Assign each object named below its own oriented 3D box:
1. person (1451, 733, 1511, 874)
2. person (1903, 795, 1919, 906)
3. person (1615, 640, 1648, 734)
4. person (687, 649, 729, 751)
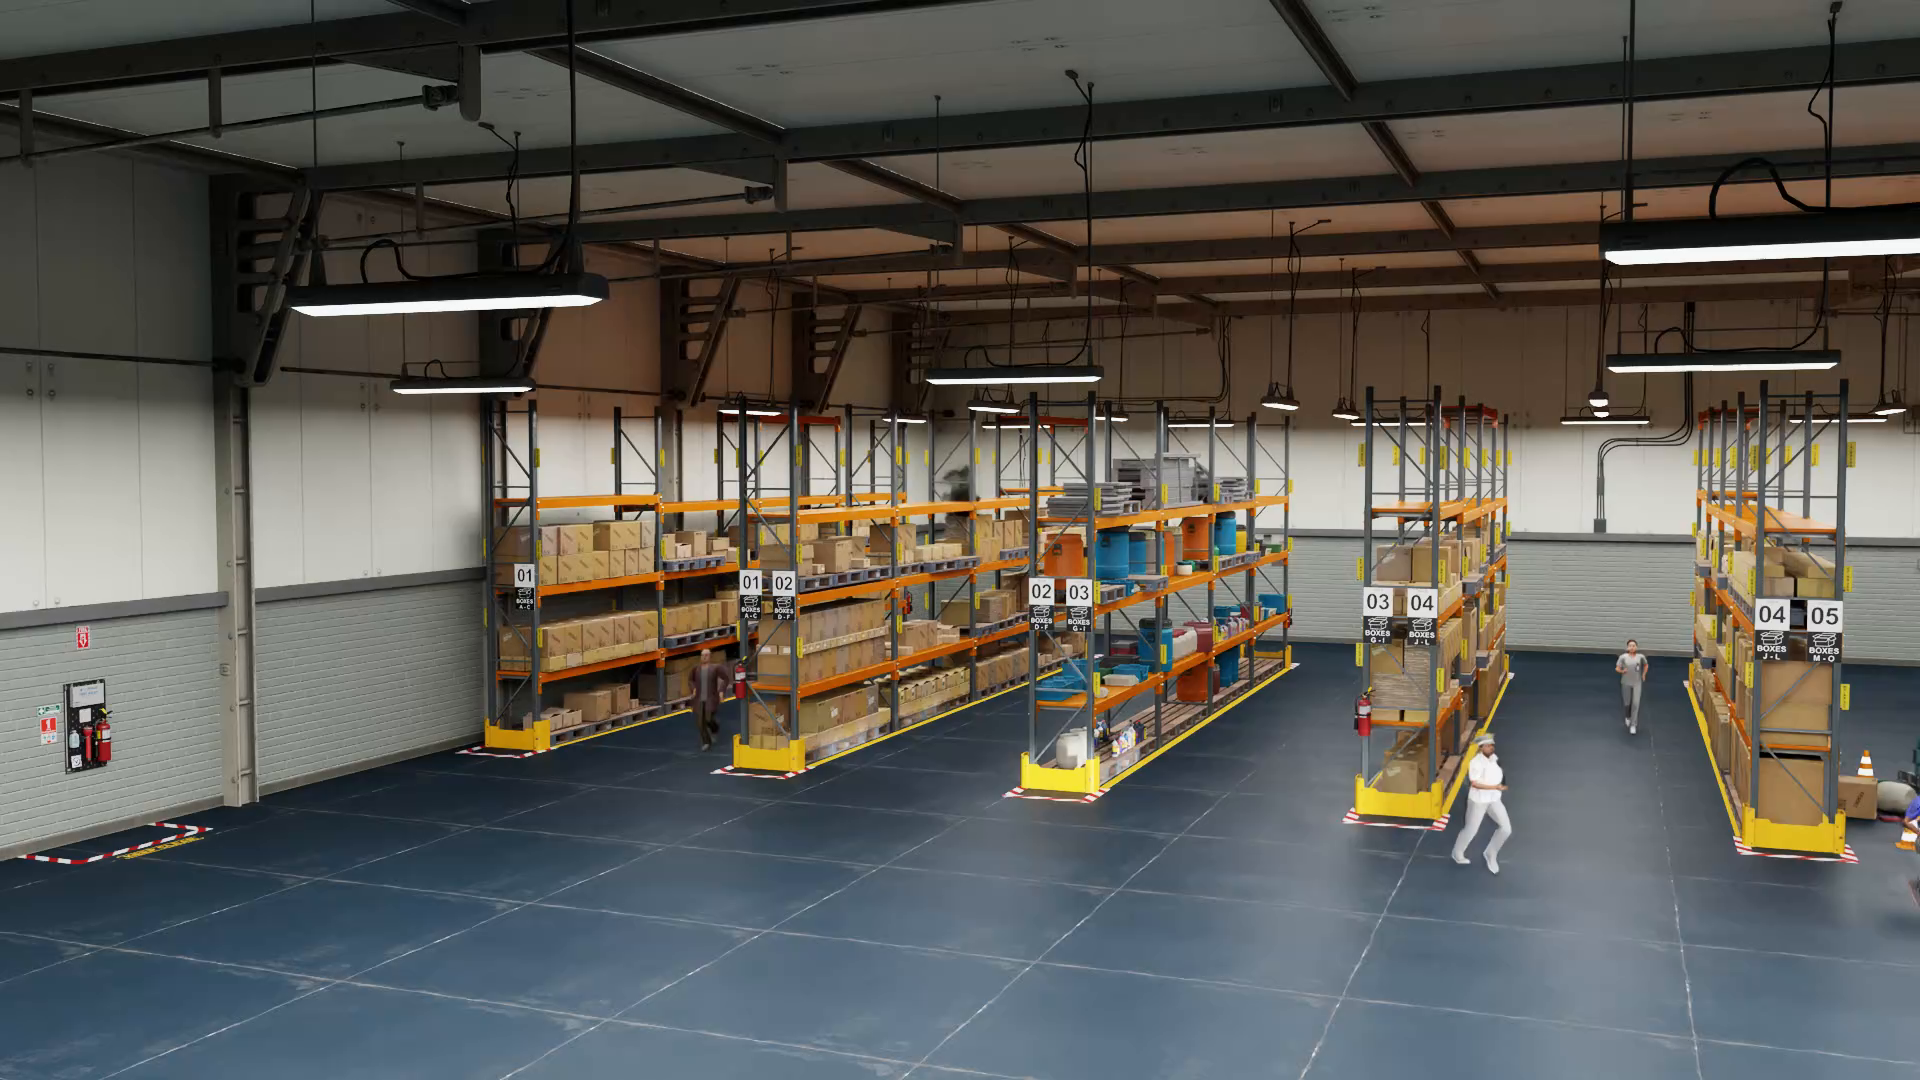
[{"bbox_3d":[6.357,3.163,20.113,0.583,1.703,0.854,-1,3,-23],"label":"person"},{"bbox_3d":[10.508,3.311,18.018,0.578,1.594,0.624,-1,3,-20],"label":"person"},{"bbox_3d":[12.264,2.644,30.355,0.567,1.659,0.955,1,3,20],"label":"person"},{"bbox_3d":[-4.345,2.736,28.443,0.707,1.736,0.633,0,3,9],"label":"person"}]
